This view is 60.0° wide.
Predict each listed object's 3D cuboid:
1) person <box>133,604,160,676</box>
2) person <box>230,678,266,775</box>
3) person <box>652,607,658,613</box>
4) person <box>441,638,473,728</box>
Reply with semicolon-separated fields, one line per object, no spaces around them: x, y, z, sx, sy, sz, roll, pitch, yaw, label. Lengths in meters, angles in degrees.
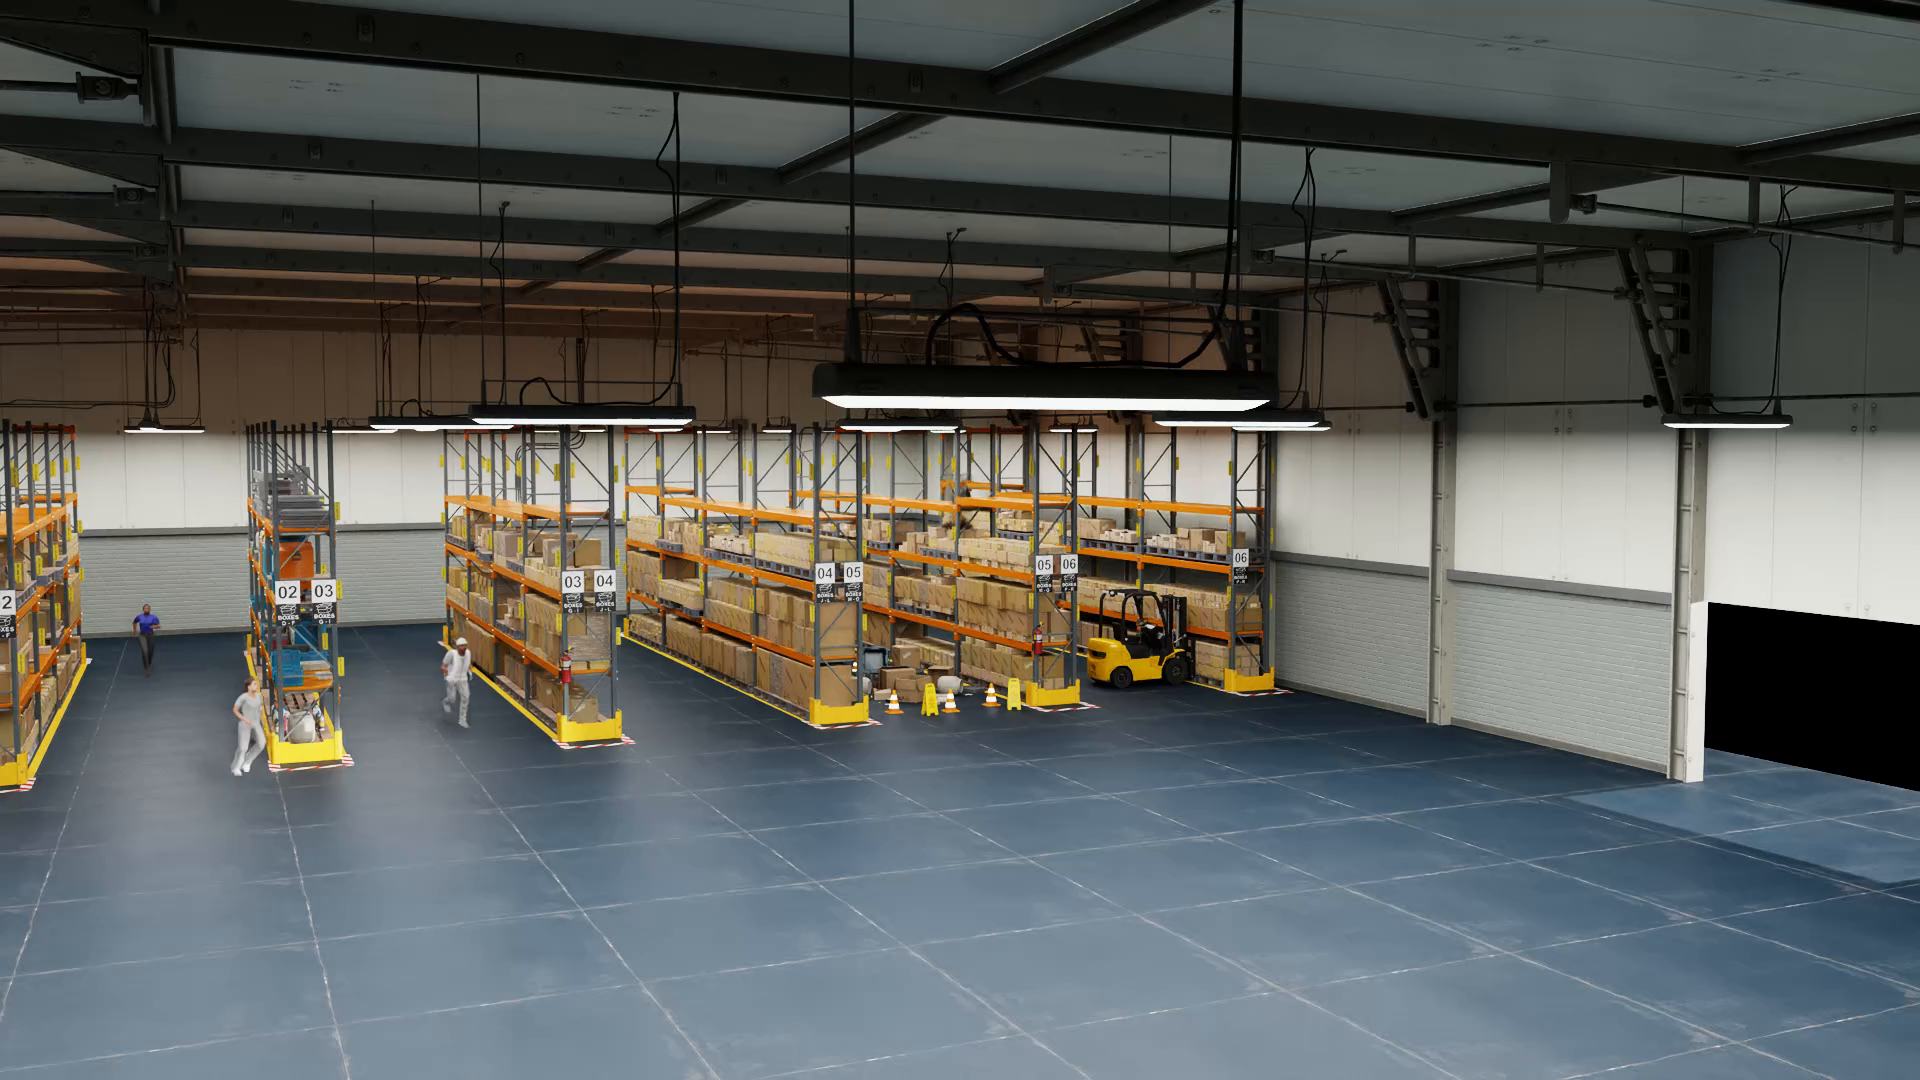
-19.561;2.375;40.023;0.560;1.682;0.902;-2;4;-33;person
-12.008;3.146;28.193;0.585;1.619;0.625;2;4;34;person
-8.818;1.811;49.114;0.547;1.720;0.705;1;4;15;person
-9.986;2.805;32.991;0.681;1.769;1.010;-3;5;-41;person
